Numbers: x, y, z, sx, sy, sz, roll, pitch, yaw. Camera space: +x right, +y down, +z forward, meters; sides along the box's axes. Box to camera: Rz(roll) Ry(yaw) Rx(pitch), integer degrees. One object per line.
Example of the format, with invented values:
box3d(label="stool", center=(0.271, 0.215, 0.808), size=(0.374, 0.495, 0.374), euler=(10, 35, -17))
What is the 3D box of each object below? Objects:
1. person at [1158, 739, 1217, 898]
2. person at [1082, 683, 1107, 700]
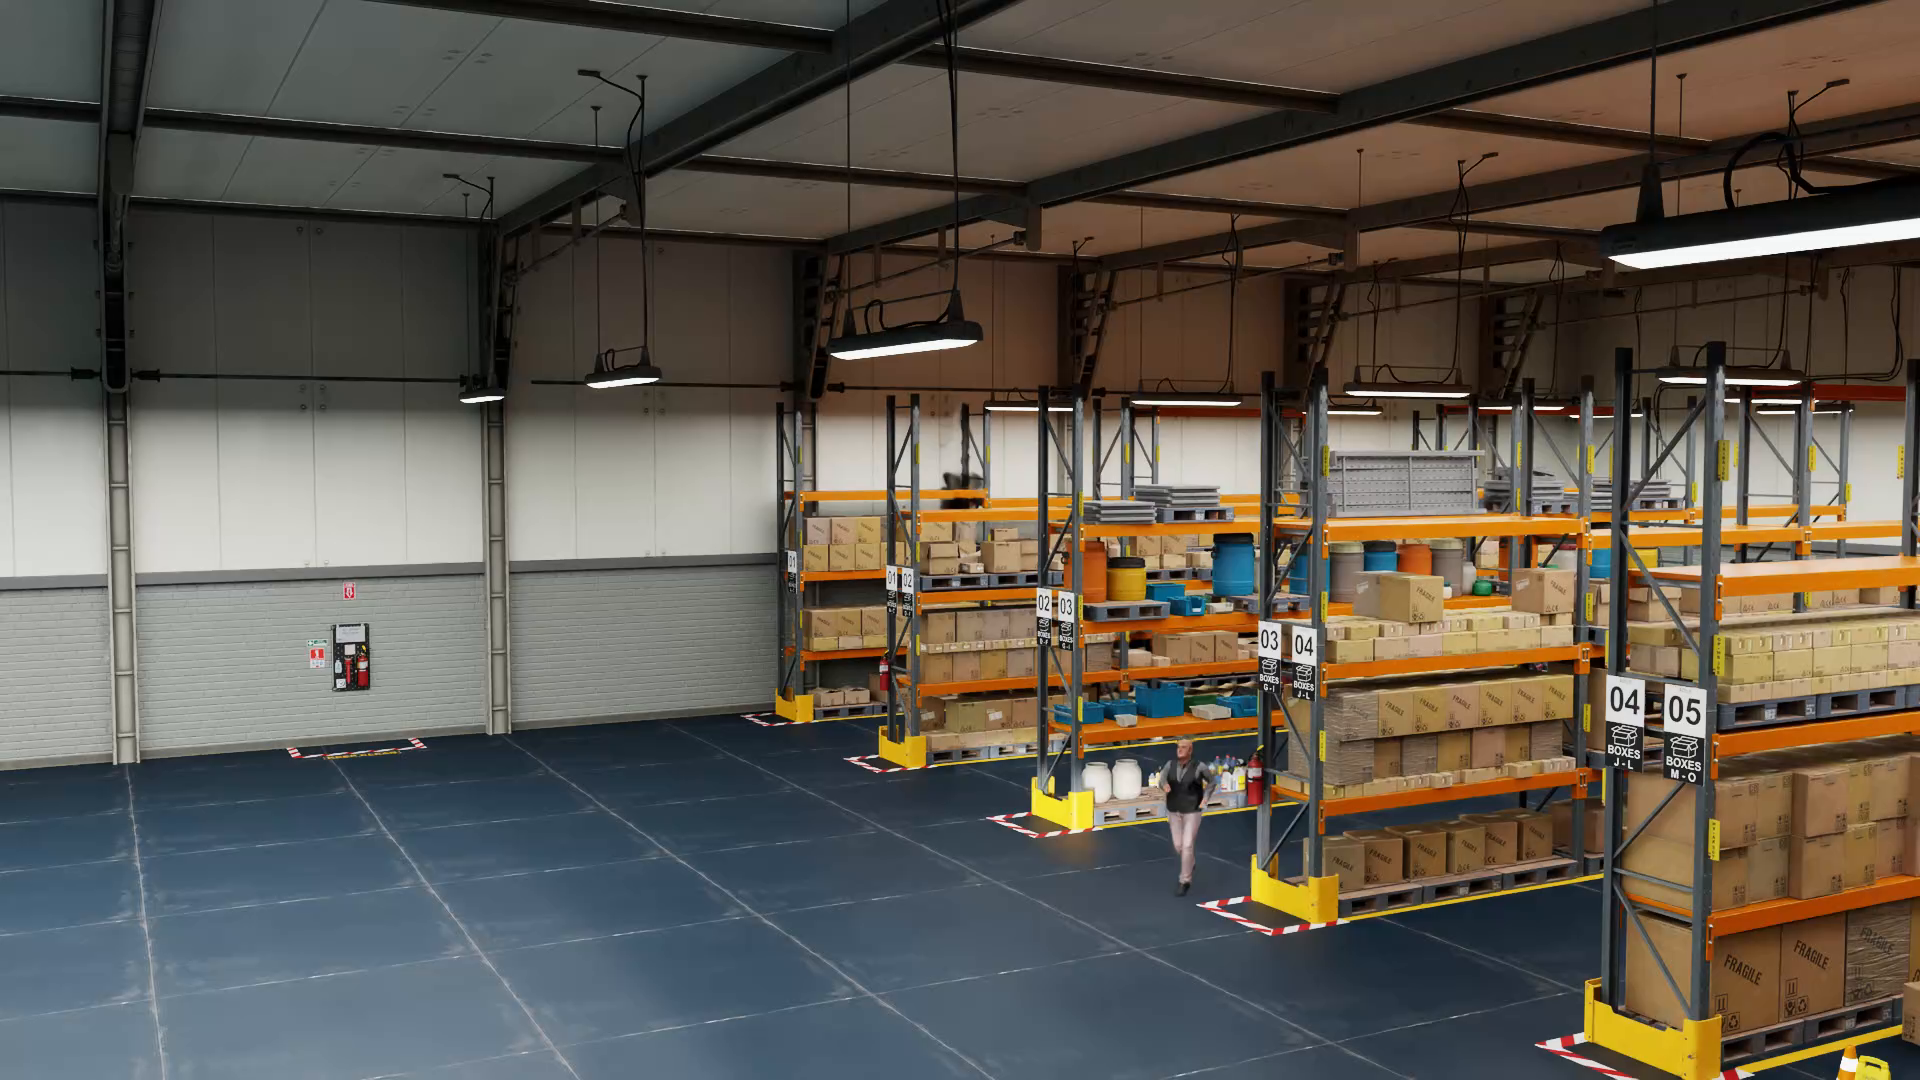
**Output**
box3d(label="person", center=(2.604, 3.195, 19.373), size=(0.665, 1.760, 0.839), euler=(2, 4, 33))
box3d(label="person", center=(2.462, 2.321, 30.870), size=(0.705, 1.648, 0.604), euler=(-2, 4, -34))
